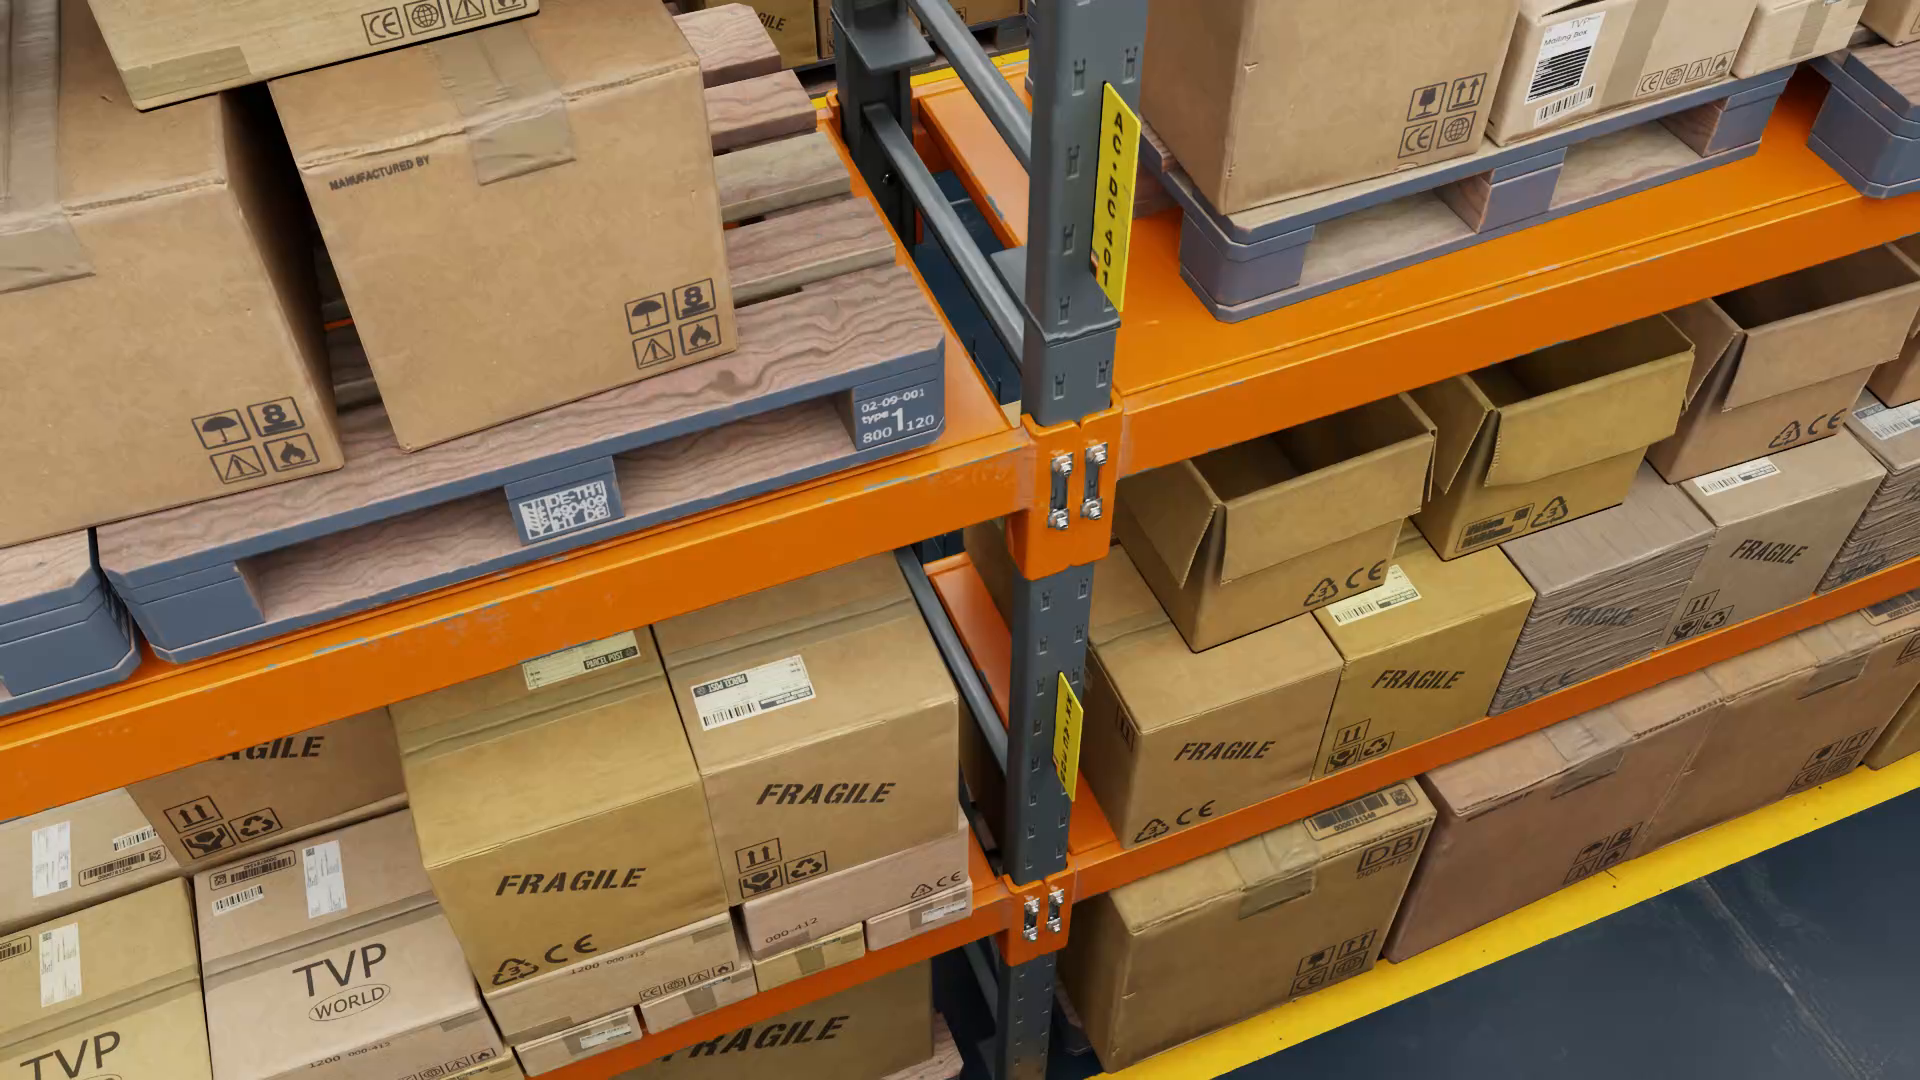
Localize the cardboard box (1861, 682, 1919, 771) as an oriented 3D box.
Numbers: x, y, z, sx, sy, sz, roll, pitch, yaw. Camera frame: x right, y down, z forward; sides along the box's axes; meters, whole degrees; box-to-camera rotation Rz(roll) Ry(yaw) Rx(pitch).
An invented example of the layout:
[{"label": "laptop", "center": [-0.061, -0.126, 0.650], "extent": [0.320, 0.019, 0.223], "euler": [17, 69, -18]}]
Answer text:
[{"label": "cardboard box", "center": [3.058, -0.094, 5.478], "extent": [0.875, 0.875, 1.225], "euler": [-19, 52, -16]}]

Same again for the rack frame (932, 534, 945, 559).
[{"label": "rack frame", "center": [-0.102, -0.262, 5.882], "extent": [0.006, 0.900, 0.240], "euler": [-17, 52, -14]}]

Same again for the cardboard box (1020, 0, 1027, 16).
[{"label": "cardboard box", "center": [0.447, -2.986, 8.208], "extent": [0.500, 0.500, 0.500], "euler": [-19, 52, -16]}]

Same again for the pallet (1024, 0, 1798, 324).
[{"label": "pallet", "center": [0.832, -0.898, 3.193], "extent": [1.217, 0.209, 0.805], "euler": [-19, 52, -16]}]

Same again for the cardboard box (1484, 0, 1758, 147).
[{"label": "cardboard box", "center": [1.052, -1.022, 2.955], "extent": [0.500, 0.311, 0.500], "euler": [-19, 52, -15]}]

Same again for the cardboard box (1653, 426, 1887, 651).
[{"label": "cardboard box", "center": [1.927, -0.115, 4.305], "extent": [0.500, 0.500, 0.500], "euler": [-16, 51, -14]}]

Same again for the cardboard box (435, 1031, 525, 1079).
[{"label": "cardboard box", "center": [-1.109, 1.009, 3.572], "extent": [0.250, 0.149, 0.380], "euler": [-16, 51, -14]}]

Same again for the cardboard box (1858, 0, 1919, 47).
[{"label": "cardboard box", "center": [1.822, -1.380, 3.136], "extent": [0.637, 0.503, 0.797], "euler": [-18, 52, -15]}]

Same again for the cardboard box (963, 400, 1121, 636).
[{"label": "cardboard box", "center": [0.332, -0.044, 4.245], "extent": [0.500, 0.500, 0.500], "euler": [-17, 51, -14]}]

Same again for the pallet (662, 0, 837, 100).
[{"label": "pallet", "center": [-1.060, -2.514, 8.270], "extent": [1.213, 0.211, 1.003], "euler": [-17, 52, -14]}]

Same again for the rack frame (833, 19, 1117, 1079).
[{"label": "rack frame", "center": [0.002, 0.314, 4.003], "extent": [0.127, 3.000, 1.000], "euler": [-17, 52, -14]}]

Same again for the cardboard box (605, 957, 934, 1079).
[{"label": "cardboard box", "center": [-0.639, 1.003, 4.535], "extent": [0.875, 0.875, 0.875], "euler": [-17, 52, -14]}]

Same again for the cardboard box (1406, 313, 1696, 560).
[{"label": "cardboard box", "center": [1.230, -0.423, 3.909], "extent": [0.637, 0.503, 0.797], "euler": [-17, 51, -14]}]

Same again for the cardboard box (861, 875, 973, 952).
[{"label": "cardboard box", "center": [-0.156, 0.714, 3.826], "extent": [0.250, 0.149, 0.380], "euler": [-17, 51, -14]}]

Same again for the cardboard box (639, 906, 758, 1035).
[{"label": "cardboard box", "center": [-0.632, 0.861, 3.699], "extent": [0.250, 0.149, 0.380], "euler": [-18, 52, -15]}]

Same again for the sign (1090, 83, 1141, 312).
[{"label": "sign", "center": [0.213, -0.468, 2.304], "extent": [0.005, 0.325, 0.100], "euler": [-17, 52, -14]}]

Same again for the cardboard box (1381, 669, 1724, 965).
[{"label": "cardboard box", "center": [1.414, 0.415, 5.040], "extent": [0.875, 0.875, 1.225], "euler": [-19, 52, -15]}]

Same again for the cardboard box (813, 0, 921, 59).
[{"label": "cardboard box", "center": [-0.506, -2.699, 7.962], "extent": [0.500, 0.500, 0.500], "euler": [-15, 51, -13]}]

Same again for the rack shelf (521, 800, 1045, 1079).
[{"label": "rack shelf", "center": [-1.850, 1.122, 3.783], "extent": [4.000, 0.370, 1.077], "euler": [-17, 52, -14]}]

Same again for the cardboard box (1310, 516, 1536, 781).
[{"label": "cardboard box", "center": [0.987, 0.180, 4.052], "extent": [0.500, 0.500, 0.500], "euler": [-17, 51, -14]}]

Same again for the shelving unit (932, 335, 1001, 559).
[{"label": "shelving unit", "center": [-0.008, -0.291, 5.907], "extent": [0.210, 0.900, 0.258], "euler": [-17, 52, -14]}]

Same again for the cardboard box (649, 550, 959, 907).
[{"label": "cardboard box", "center": [-0.322, 0.342, 3.388], "extent": [0.500, 0.500, 0.500], "euler": [-16, 51, -13]}]

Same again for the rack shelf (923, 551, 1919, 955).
[{"label": "rack shelf", "center": [1.854, -0.025, 4.768], "extent": [4.000, 0.370, 1.077], "euler": [-17, 52, -14]}]

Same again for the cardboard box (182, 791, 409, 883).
[{"label": "cardboard box", "center": [-1.472, 0.509, 3.739], "extent": [0.500, 0.250, 0.500], "euler": [-16, 51, -13]}]

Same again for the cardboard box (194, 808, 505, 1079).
[{"label": "cardboard box", "center": [-1.258, 0.874, 3.425], "extent": [0.500, 0.250, 0.500], "euler": [-16, 51, -14]}]

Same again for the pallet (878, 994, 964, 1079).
[{"label": "pallet", "center": [-0.732, 1.386, 4.921], "extent": [1.213, 0.211, 1.003], "euler": [-17, 52, -14]}]

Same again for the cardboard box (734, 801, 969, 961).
[{"label": "cardboard box", "center": [-0.308, 0.577, 3.680], "extent": [0.500, 0.250, 0.500], "euler": [-18, 52, -15]}]

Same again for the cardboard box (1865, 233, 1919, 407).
[{"label": "cardboard box", "center": [2.418, -0.809, 4.241], "extent": [0.637, 0.503, 0.797], "euler": [-16, 51, -13]}]

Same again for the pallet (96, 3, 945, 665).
[{"label": "pallet", "center": [-0.759, -0.407, 2.703], "extent": [1.213, 0.211, 1.003], "euler": [-17, 52, -14]}]

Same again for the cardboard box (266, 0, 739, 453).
[{"label": "cardboard box", "center": [-0.700, -0.598, 2.401], "extent": [0.500, 0.500, 0.700], "euler": [-20, 52, -16]}]
